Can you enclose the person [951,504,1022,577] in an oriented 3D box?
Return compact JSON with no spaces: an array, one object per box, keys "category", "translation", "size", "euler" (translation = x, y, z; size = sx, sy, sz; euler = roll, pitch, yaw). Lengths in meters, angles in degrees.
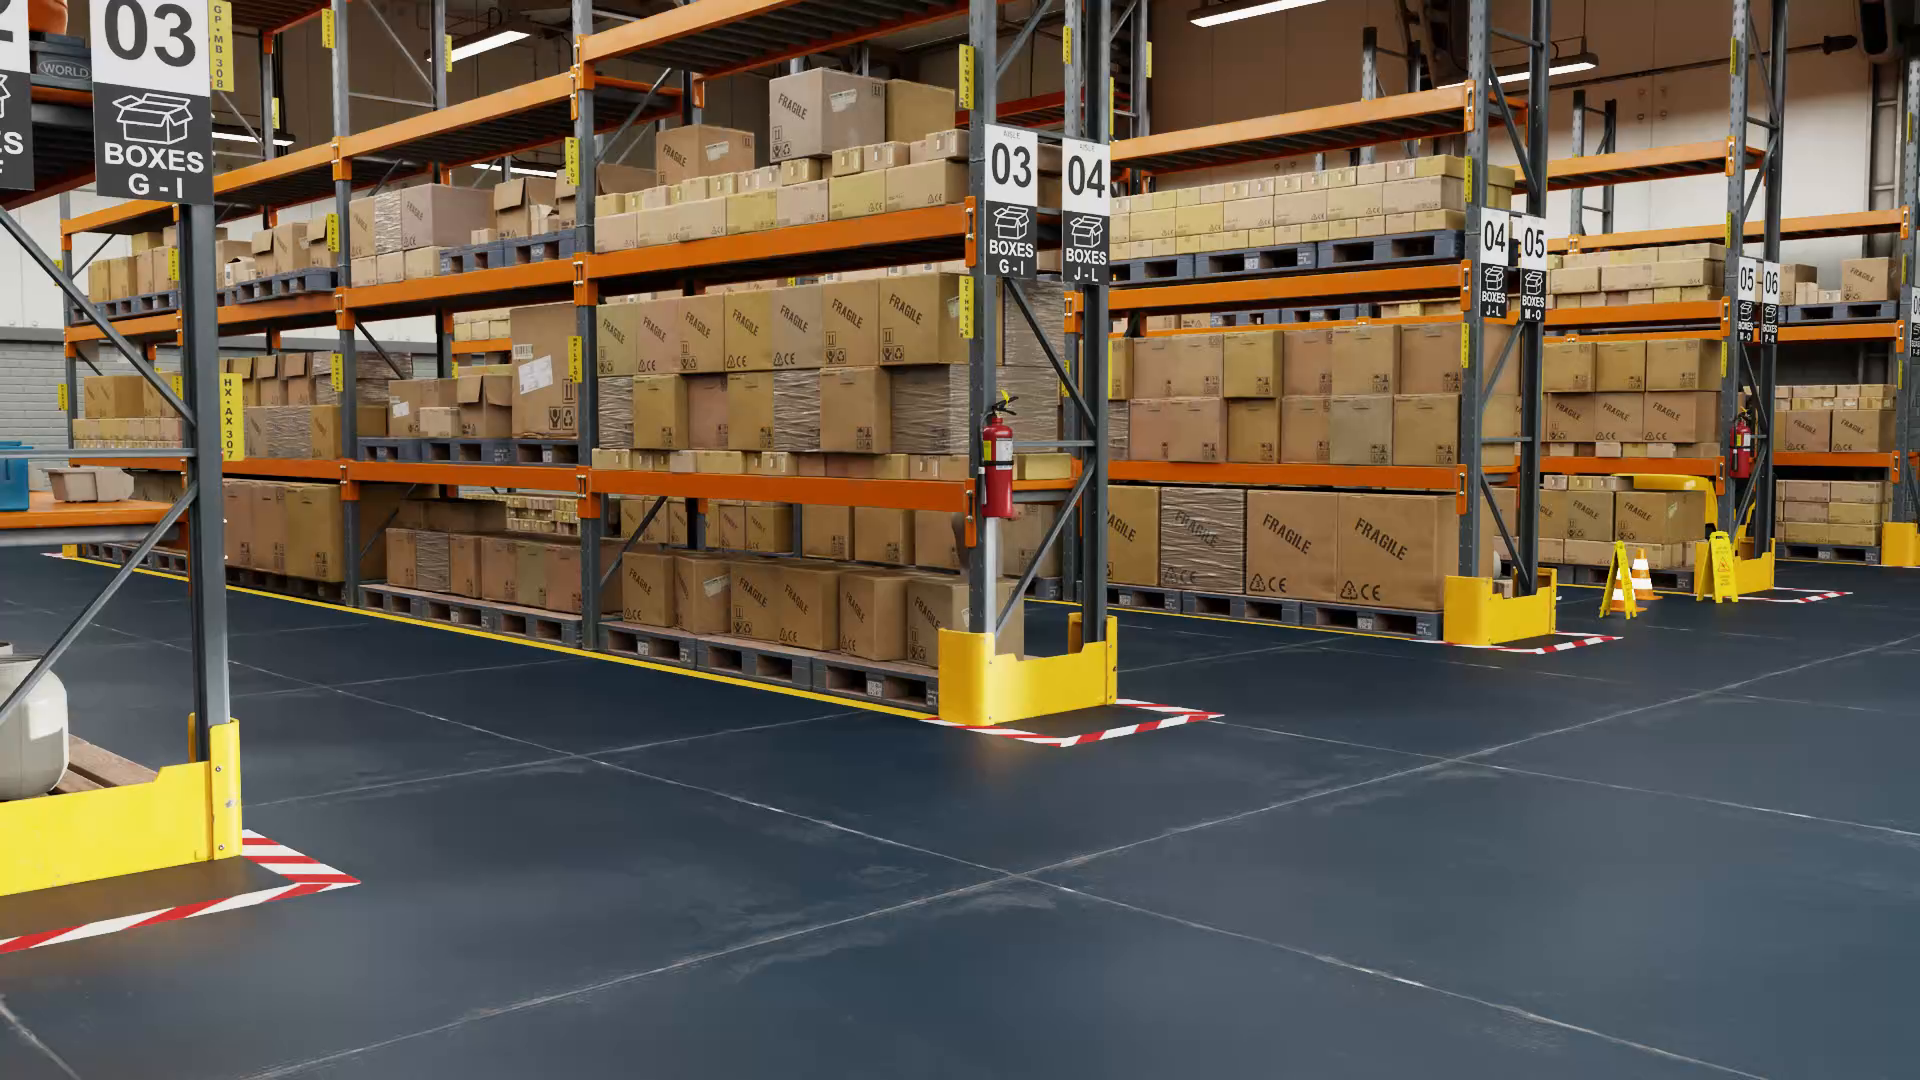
[{"category":"person","translation":[0.191,-0.171,12.974],"size":[0.538,1.641,0.494],"euler":[-4,5,-43]}]
